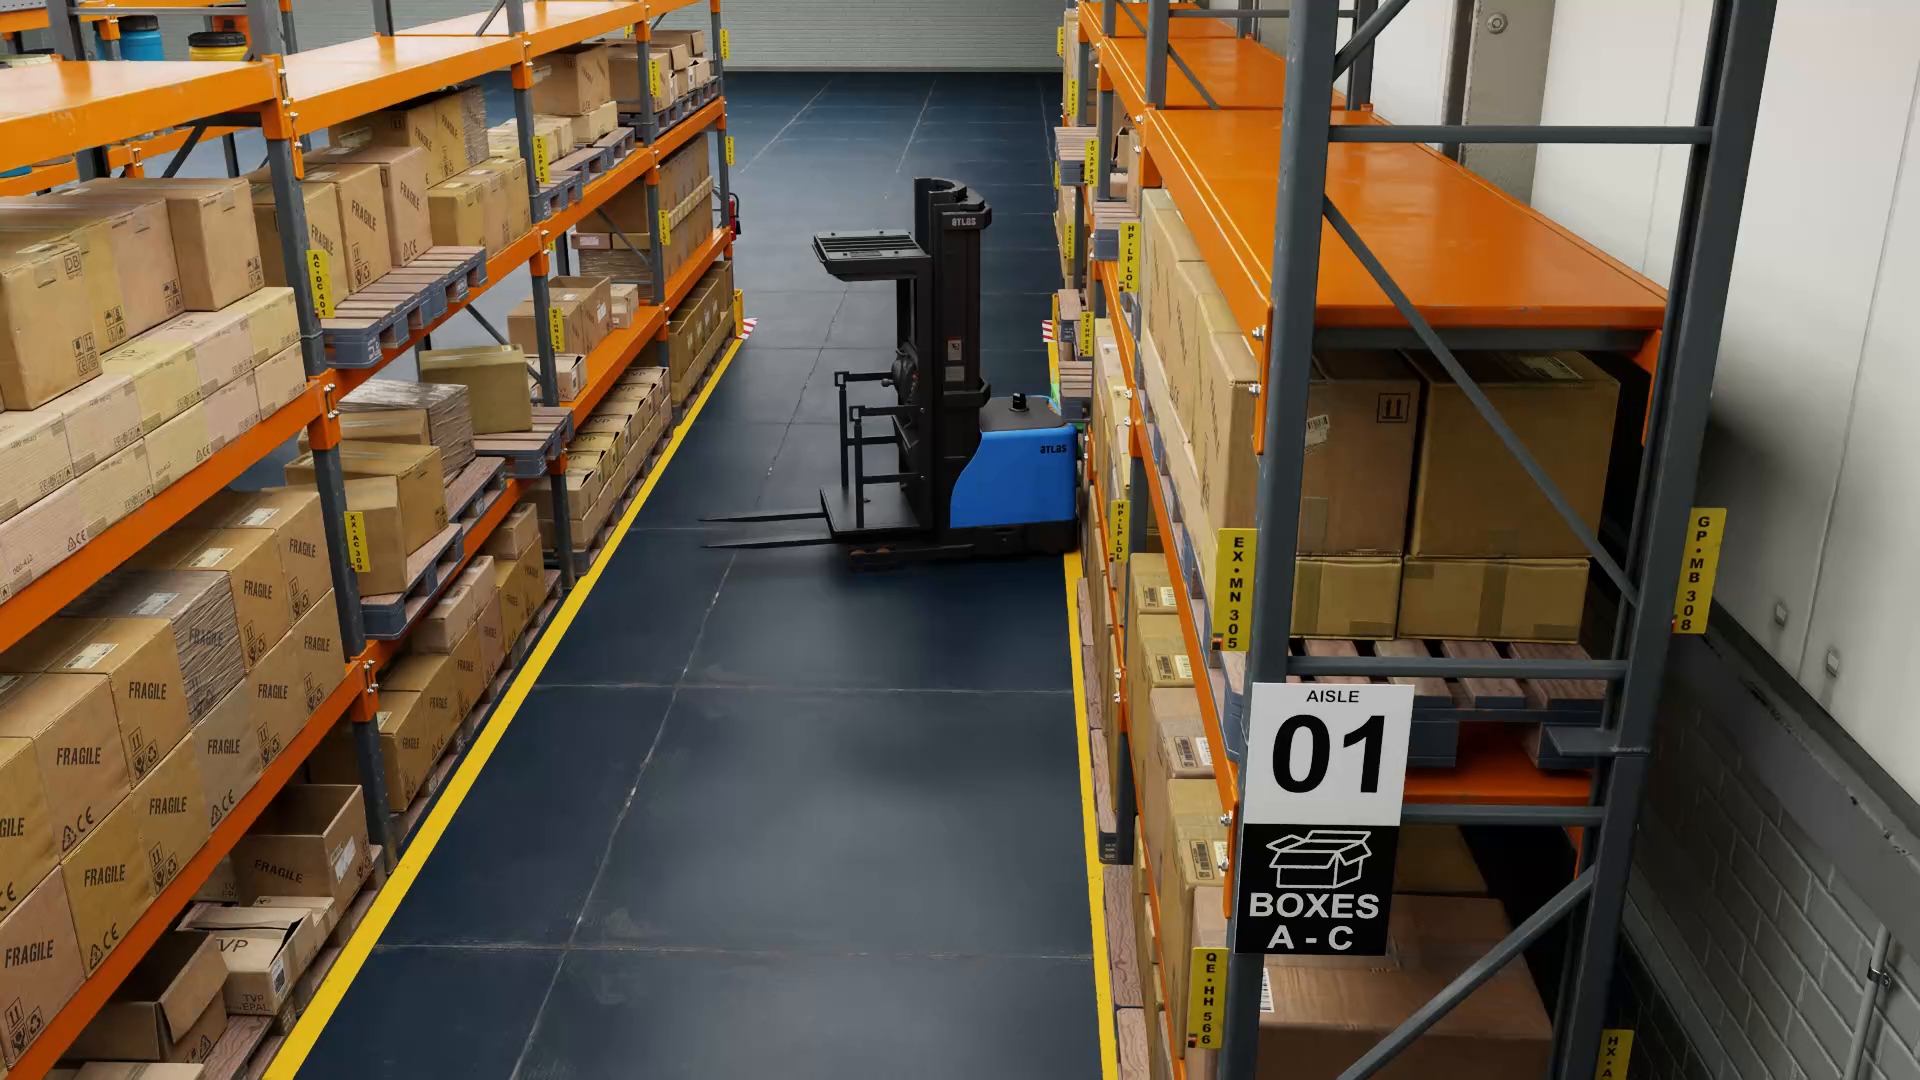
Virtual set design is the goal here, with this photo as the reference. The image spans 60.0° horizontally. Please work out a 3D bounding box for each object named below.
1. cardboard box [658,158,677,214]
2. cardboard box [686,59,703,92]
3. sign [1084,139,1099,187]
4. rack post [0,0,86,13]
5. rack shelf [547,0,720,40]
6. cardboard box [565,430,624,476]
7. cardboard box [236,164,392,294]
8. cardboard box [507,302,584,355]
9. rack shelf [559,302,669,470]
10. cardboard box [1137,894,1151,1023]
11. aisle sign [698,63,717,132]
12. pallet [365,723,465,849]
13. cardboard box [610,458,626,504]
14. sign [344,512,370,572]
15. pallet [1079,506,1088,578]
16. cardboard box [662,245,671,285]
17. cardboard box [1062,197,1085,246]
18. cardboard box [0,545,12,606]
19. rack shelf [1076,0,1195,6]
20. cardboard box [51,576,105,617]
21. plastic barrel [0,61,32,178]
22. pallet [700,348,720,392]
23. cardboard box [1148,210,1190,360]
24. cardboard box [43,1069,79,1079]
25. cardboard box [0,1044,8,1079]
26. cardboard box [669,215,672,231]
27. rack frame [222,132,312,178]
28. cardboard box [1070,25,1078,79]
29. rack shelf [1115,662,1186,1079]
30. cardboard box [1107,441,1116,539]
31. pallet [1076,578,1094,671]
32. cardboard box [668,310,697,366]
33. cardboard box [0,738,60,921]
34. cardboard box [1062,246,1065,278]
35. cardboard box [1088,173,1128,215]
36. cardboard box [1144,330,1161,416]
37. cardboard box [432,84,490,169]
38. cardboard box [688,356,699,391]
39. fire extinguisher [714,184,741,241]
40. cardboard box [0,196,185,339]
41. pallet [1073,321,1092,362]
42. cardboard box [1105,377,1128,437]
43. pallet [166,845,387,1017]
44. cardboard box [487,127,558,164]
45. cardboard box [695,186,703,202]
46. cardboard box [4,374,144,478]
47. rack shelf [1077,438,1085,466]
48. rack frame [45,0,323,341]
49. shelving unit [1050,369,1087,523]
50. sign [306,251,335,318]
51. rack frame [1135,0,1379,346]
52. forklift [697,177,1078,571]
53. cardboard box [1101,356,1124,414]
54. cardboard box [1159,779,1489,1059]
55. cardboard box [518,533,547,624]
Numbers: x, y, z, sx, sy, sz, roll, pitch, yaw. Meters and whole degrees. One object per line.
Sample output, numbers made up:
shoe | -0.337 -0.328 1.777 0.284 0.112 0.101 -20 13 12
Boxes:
cardboard box | -3.330 -3.657 17.170 0.700 0.500 0.500 1 21 2
cardboard box | -3.034 -4.925 17.572 0.500 0.311 0.500 3 21 8
sign | 0.920 -2.628 11.588 0.100 0.325 0.005 1 21 2
rack post | -8.292 -4.714 13.256 1.013 1.000 3.121 1 21 2
rack shelf | -3.306 -5.480 17.052 1.077 0.370 4.000 1 21 2
cardboard box | -3.154 -0.771 14.108 0.500 0.311 0.500 0 21 0
cardboard box | -3.524 -1.700 9.052 0.600 0.600 0.600 0 21 1
cardboard box | -3.454 -1.689 13.890 0.500 0.500 0.500 0 21 -1
rack shelf | -3.428 -1.423 14.338 1.077 0.370 4.000 1 21 2
cardboard box | 1.197 1.885 7.694 0.700 0.500 0.500 0 21 1
aisle sign | -2.950 -5.160 19.381 0.394 0.787 0.004 1 21 2
pallet | -3.623 1.417 9.880 1.003 0.211 1.213 1 21 2
cardboard box | -3.155 -0.505 14.198 0.500 0.250 0.500 0 21 0
sign | -3.068 0.011 8.451 0.100 0.325 0.005 1 21 2
pallet | 1.488 0.035 13.439 1.003 0.211 1.213 1 21 2
cardboard box | -3.350 -2.879 16.958 0.700 0.500 0.500 0 21 1
cardboard box | 1.325 -3.254 17.206 0.500 0.500 0.500 0 21 0
cardboard box | -3.434 0.165 5.311 0.500 0.250 0.500 1 21 2
rack shelf | 1.645 -5.611 16.843 1.077 0.370 4.000 1 21 2
cardboard box | -3.937 0.438 7.026 0.500 0.500 0.500 0 21 0
plastic barrel | -8.156 -3.510 13.883 0.600 0.901 0.708 1 21 2
pallet | -3.267 -1.911 18.455 1.003 0.211 1.213 1 21 2
cardboard box | 1.030 -1.016 6.599 0.500 0.500 0.500 0 21 1
cardboard box | -3.903 2.392 6.705 0.500 0.250 0.500 1 21 2
cardboard box | -3.455 1.653 5.277 0.500 0.500 0.500 1 21 3
cardboard box | -3.145 -3.204 16.899 0.380 0.149 0.250 0 21 1
rack frame | -8.196 -3.984 19.942 1.000 3.000 0.127 1 21 2
cardboard box | 1.335 -4.732 16.177 0.500 0.500 0.500 2 21 5
rack shelf | 1.280 1.523 6.746 1.077 0.370 4.000 1 21 2
cardboard box | 1.133 -0.266 9.785 0.500 0.500 0.500 1 21 2
pallet | 1.363 0.602 11.979 1.003 0.211 1.213 1 21 2
cardboard box | -3.033 -2.090 17.246 0.500 0.500 0.500 1 21 2
cardboard box | -3.447 0.998 5.583 0.500 0.500 0.500 1 21 2
cardboard box | 1.319 -2.904 17.341 0.500 0.250 0.500 1 21 1
cardboard box | 1.215 -2.612 12.355 0.500 0.311 0.500 1 21 2
cardboard box | 1.027 -0.676 6.759 0.500 0.250 0.500 0 21 0
cardboard box | -3.508 -2.789 11.196 0.500 0.500 0.500 1 21 2
cardboard box | -3.030 -1.740 17.382 0.500 0.250 0.500 1 21 2
fire extinguisher | -2.778 -3.929 19.909 0.296 0.674 0.183 1 21 2
cardboard box | -3.744 -1.145 6.959 0.700 0.500 0.500 1 21 2
pallet | 1.482 -1.609 14.087 1.003 0.211 1.213 1 21 2
cardboard box | 1.155 -0.805 10.137 0.500 0.250 0.500 0 21 1
pallet | -3.632 1.959 8.481 1.003 0.211 1.213 1 21 2
cardboard box | -3.505 -3.121 13.198 0.500 0.250 0.500 0 21 1
cardboard box | -3.091 -3.859 18.585 0.380 0.149 0.250 1 21 2
cardboard box | -3.406 -0.429 6.152 0.500 0.250 0.500 1 21 2
rack shelf | 0.901 -0.737 14.060 0.258 0.148 0.480 0 24 -3
rack frame | -3.610 -2.386 7.531 1.000 3.000 0.127 1 21 2
shelving unit | 0.902 -0.796 14.034 0.258 1.200 0.503 0 24 -3
sign | -3.068 -1.225 7.972 0.100 0.325 0.005 1 21 2
rack frame | 1.341 -2.333 7.394 1.000 3.000 0.127 1 21 2
forklift | -0.616 -1.325 13.185 3.031 2.935 1.130 -4 22 -10
cardboard box | 1.164 -0.990 10.613 0.500 0.250 0.500 1 21 2
cardboard box | 1.236 1.323 5.851 0.980 0.700 0.700 0 21 1
cardboard box | -3.283 0.266 11.838 0.500 0.500 0.500 1 21 4
